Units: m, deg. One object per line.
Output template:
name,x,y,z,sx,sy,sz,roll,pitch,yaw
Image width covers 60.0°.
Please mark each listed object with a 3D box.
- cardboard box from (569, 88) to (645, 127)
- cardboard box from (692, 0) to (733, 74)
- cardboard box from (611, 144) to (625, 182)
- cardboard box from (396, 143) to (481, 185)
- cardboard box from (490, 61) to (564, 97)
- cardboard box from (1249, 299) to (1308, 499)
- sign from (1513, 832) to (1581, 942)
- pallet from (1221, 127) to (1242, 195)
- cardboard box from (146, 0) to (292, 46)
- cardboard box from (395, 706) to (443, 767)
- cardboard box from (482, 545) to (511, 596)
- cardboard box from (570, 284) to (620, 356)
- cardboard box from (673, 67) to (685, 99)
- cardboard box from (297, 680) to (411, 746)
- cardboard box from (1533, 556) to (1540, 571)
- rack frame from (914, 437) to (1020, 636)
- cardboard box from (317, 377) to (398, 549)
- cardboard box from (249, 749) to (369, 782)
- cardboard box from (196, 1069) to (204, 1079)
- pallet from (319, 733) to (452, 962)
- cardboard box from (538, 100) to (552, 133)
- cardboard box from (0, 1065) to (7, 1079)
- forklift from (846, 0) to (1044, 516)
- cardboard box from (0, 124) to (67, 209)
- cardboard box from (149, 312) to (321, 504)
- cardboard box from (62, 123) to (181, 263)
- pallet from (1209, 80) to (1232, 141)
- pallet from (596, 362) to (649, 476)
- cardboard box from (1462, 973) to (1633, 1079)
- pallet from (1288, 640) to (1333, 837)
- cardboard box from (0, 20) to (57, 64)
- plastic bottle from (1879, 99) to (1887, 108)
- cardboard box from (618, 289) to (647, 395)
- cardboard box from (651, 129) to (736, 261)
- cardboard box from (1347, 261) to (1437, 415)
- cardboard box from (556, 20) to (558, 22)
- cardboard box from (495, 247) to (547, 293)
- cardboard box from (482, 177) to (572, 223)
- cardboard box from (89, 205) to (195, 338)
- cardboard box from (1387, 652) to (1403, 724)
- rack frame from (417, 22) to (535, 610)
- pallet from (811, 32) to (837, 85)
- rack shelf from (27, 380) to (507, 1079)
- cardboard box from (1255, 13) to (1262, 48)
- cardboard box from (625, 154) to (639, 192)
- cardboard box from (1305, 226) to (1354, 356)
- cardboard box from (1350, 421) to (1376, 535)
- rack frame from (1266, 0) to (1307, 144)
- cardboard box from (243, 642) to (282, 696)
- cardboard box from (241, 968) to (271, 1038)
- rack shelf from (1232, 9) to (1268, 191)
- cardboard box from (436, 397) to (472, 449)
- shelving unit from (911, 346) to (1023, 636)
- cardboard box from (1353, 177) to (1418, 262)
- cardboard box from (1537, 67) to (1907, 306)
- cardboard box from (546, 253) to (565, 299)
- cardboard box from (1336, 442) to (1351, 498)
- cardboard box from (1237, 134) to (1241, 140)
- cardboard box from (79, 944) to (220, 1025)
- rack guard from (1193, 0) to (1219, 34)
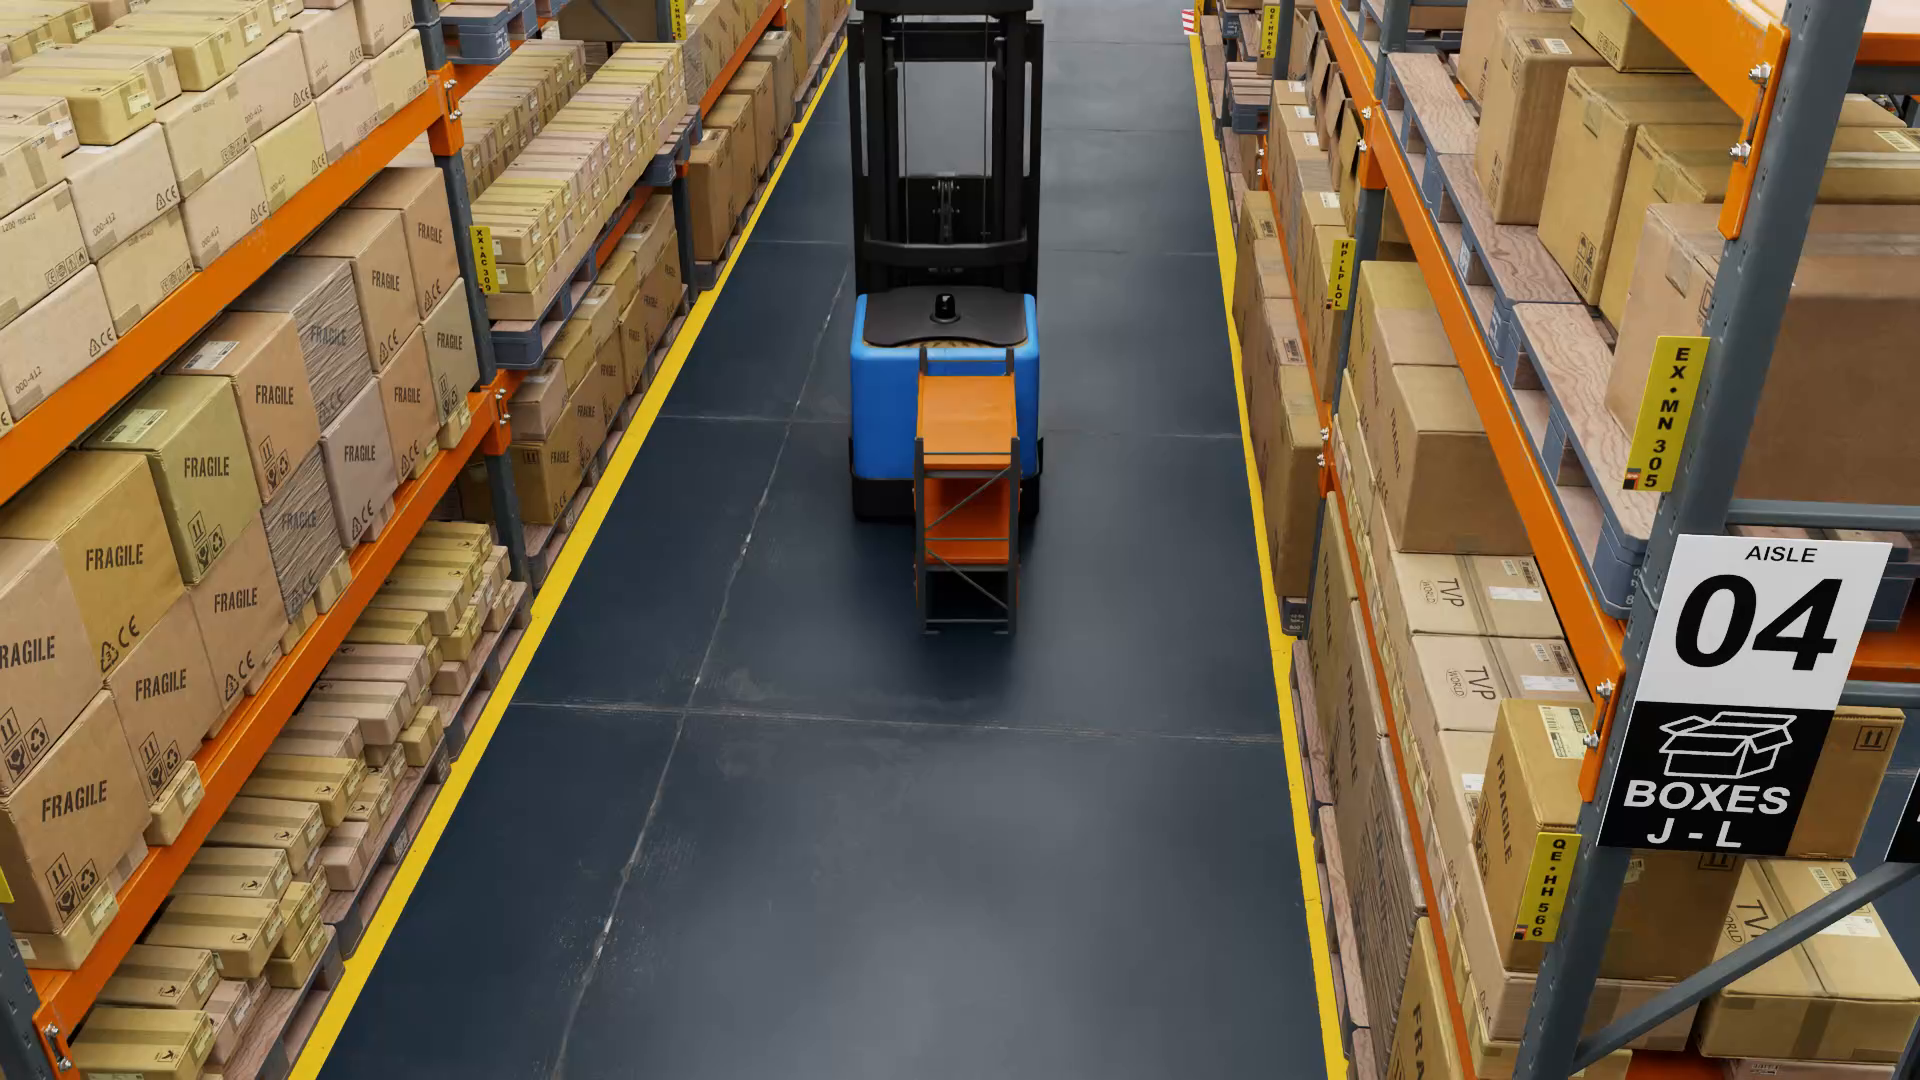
cardboard box,-2.079,-2.548,9.797,0.380,0.149,0.250,2,32,4
cardboard box,-2.023,-3.828,12.507,0.500,0.500,0.500,2,32,4
cardboard box,-2.118,-2.143,9.424,0.380,0.149,0.250,2,32,3
cardboard box,-2.807,-2.025,8.949,0.380,0.149,0.250,1,32,2
cardboard box,-2.683,-2.855,10.296,0.380,0.149,0.250,2,32,4
cardboard box,2.305,-0.753,9.238,1.225,0.875,0.875,1,32,2
sign,1.336,0.792,3.777,0.100,0.325,0.005,2,32,4
pallet,2.791,-3.265,14.346,1.003,0.211,1.213,2,32,4
cardboard box,-2.564,-1.816,5.764,0.380,0.149,0.250,1,32,2
cardboard box,-2.510,0.855,7.320,0.380,0.149,0.250,2,32,4
cardboard box,-2.443,0.146,8.188,0.380,0.149,0.250,3,32,5
cardboard box,-2.324,-1.295,9.759,0.500,0.250,0.500,4,32,6
cardboard box,-1.995,-2.953,10.738,0.380,0.149,0.250,3,32,5
cardboard box,-2.536,0.723,6.967,0.380,0.149,0.250,1,32,2
cardboard box,2.346,0.041,6.184,0.500,0.250,0.500,3,32,5
rack frame,0.034,-0.001,8.180,0.500,1.125,0.032,0,32,0
cardboard box,-2.577,-0.313,6.520,0.500,0.500,0.500,2,32,4
cardboard box,-2.682,0.967,6.855,0.380,0.149,0.250,4,32,6
cardboard box,-2.761,1.796,5.510,0.380,0.149,0.250,4,32,6
pallet,-2.850,1.239,7.038,1.003,0.211,1.213,2,32,4
cardboard box,-2.706,-2.573,10.122,0.380,0.149,0.250,3,32,4
cardboard box,-3.269,1.645,5.472,0.380,0.149,0.250,3,32,5
forklift,-0.080,-2.114,9.887,1.130,2.935,3.031,0,32,0
cardboard box,-2.652,-1.003,4.445,0.380,0.149,0.250,3,32,5
cardboard box,-2.621,-0.469,5.820,0.500,0.500,0.500,1,32,2
cardboard box,-2.670,-1.030,4.870,0.500,0.250,0.500,3,32,5
pallet,2.872,-4.025,15.579,1.003,0.211,1.213,2,32,4
pallet,-2.575,-0.800,10.347,1.003,0.211,1.213,2,32,4
cardboard box,1.576,1.322,4.485,0.380,0.149,0.250,3,32,5
pallet,2.061,0.906,7.579,1.003,0.211,1.213,2,32,4
cardboard box,-3.162,-1.572,5.369,0.380,0.149,0.250,2,32,3
plastic bottle,8.260,-3.845,14.877,0.097,0.201,0.097,0,32,0
cardboard box,-2.274,-1.243,10.390,0.500,0.500,0.500,1,32,2
cardboard box,-2.269,-2.568,12.302,1.050,0.750,0.750,2,32,3
cardboard box,1.907,-0.818,6.864,0.500,0.500,0.500,2,32,4
cardboard box,-2.597,-3.582,12.109,0.500,0.500,0.500,2,32,4
cardboard box,-2.243,-1.325,8.097,0.380,0.149,0.250,3,32,5
cardboard box,-2.203,-1.732,8.473,0.380,0.149,0.250,3,32,4
cardboard box,-2.692,-0.831,5.023,0.500,0.250,0.500,1,32,2
cardboard box,1.701,0.523,5.782,0.380,0.149,0.250,3,32,5
rack frame,-2.734,-0.941,7.917,1.000,3.000,0.127,2,32,4
pallet,-1.846,-4.971,17.114,1.003,0.211,1.213,2,32,4
rack shelf,-2.897,0.411,6.409,1.077,0.370,4.000,2,32,4
cardboard box,2.394,-3.773,12.240,0.396,0.266,0.258,2,32,3
cardboard box,-2.100,-2.156,9.728,0.380,0.149,0.250,3,32,5
cardboard box,2.014,-1.233,8.296,0.500,0.500,0.500,3,32,6
cardboard box,1.857,-0.244,6.647,0.500,0.250,0.500,2,32,4
rack frame,2.527,-2.767,10.882,1.000,3.000,0.127,2,32,4
cardboard box,-2.673,0.419,5.950,0.380,0.149,0.250,2,32,3
cardboard box,-2.745,1.655,6.022,0.380,0.149,0.250,3,32,5
rack shelf,2.690,-3.507,12.767,1.077,0.370,4.000,2,32,4
cardboard box,-2.436,-0.535,7.498,0.380,0.149,0.250,2,32,3
shelving unit,0.035,-0.268,8.613,0.538,1.125,1.048,0,32,0
cardboard box,2.245,-1.480,7.741,0.797,0.503,0.637,2,32,3
cardboard box,2.024,-0.961,4.500,0.700,0.500,0.500,0,32,1
cardboard box,-2.227,-1.344,8.411,0.380,0.149,0.250,3,32,5
cardboard box,1.824,-0.291,7.103,0.380,0.149,0.250,1,32,2
cardboard box,2.781,-3.662,14.296,0.700,0.500,0.500,0,32,0
cardboard box,-2.776,1.524,5.668,0.380,0.149,0.250,3,32,5
rack guard,3.172,-5.847,18.261,1.175,0.500,0.348,2,32,4
